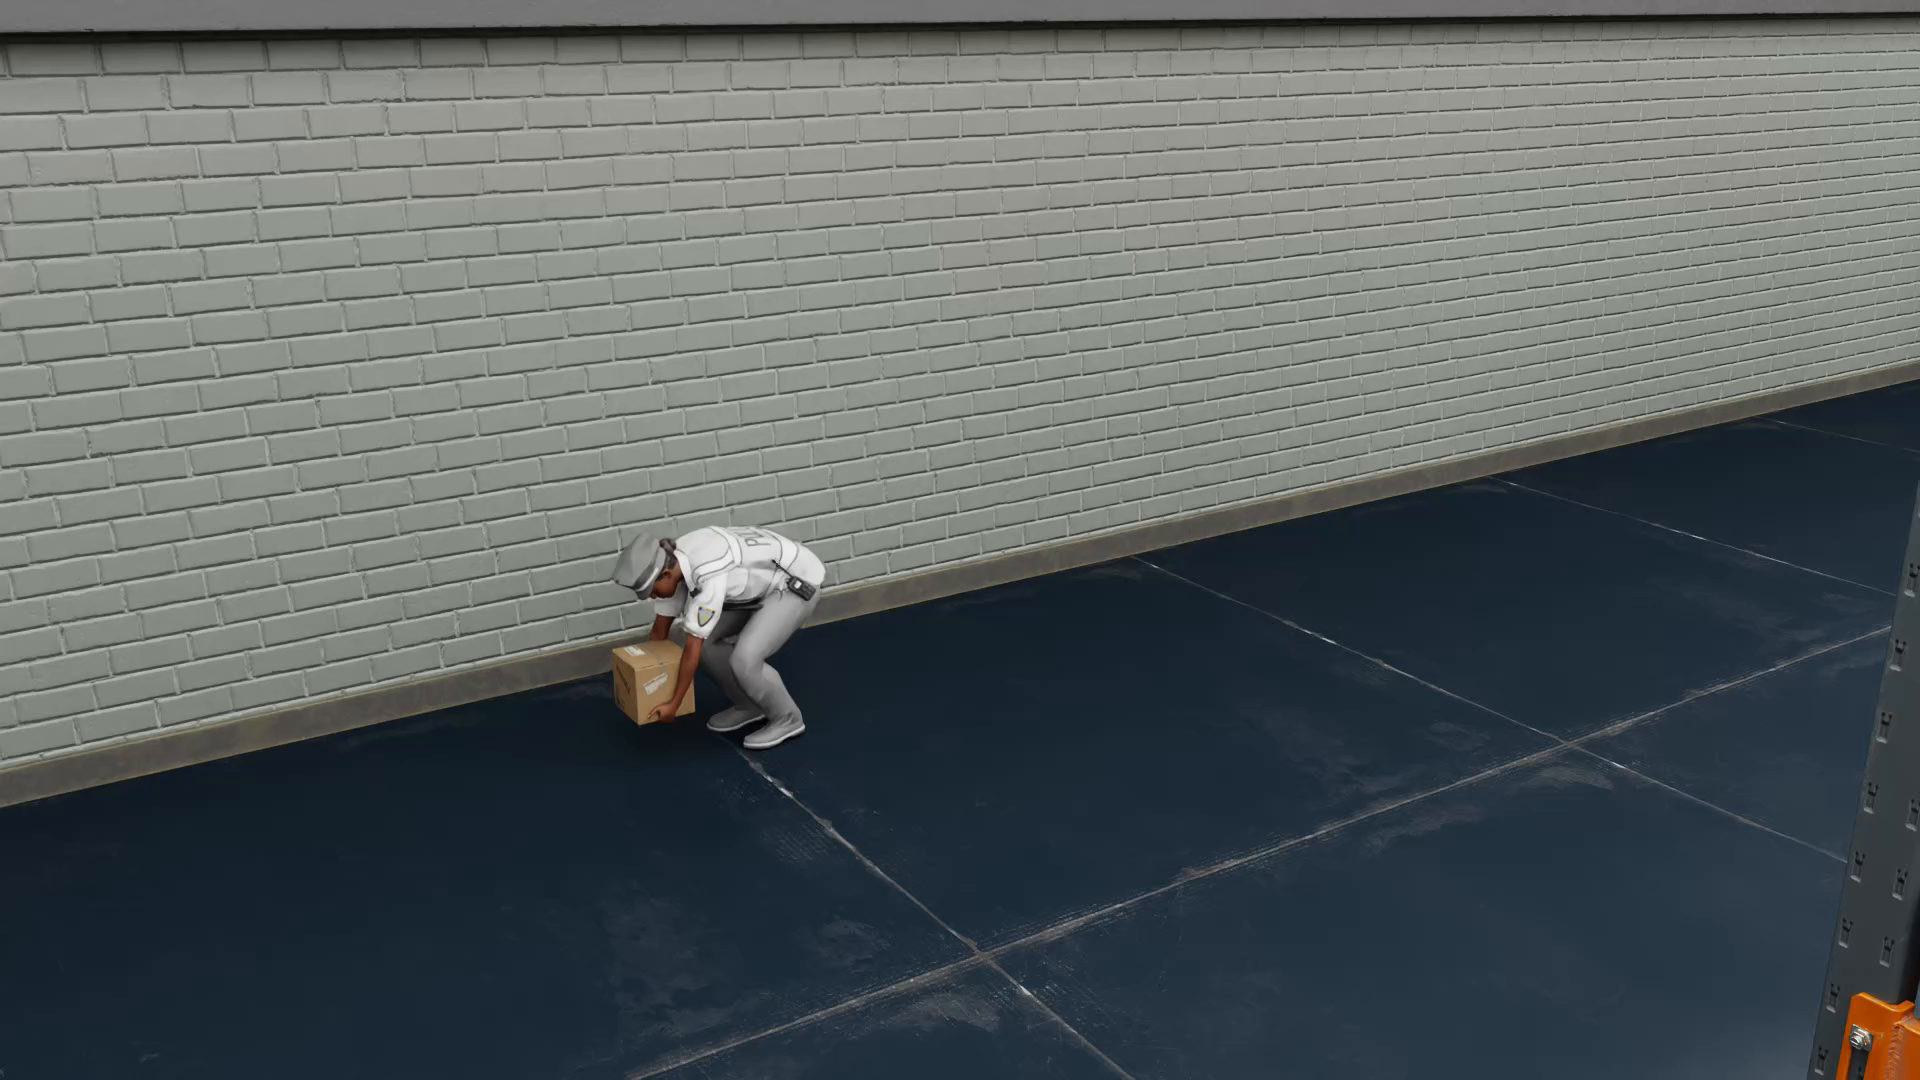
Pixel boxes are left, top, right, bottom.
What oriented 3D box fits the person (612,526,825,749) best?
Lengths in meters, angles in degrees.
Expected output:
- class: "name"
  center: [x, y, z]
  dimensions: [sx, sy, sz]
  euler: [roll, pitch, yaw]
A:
- class: "person"
  center: [-0.996, 0.390, 6.957]
  dimensions: [0.927, 0.989, 0.463]
  euler: [-13, 22, -34]
